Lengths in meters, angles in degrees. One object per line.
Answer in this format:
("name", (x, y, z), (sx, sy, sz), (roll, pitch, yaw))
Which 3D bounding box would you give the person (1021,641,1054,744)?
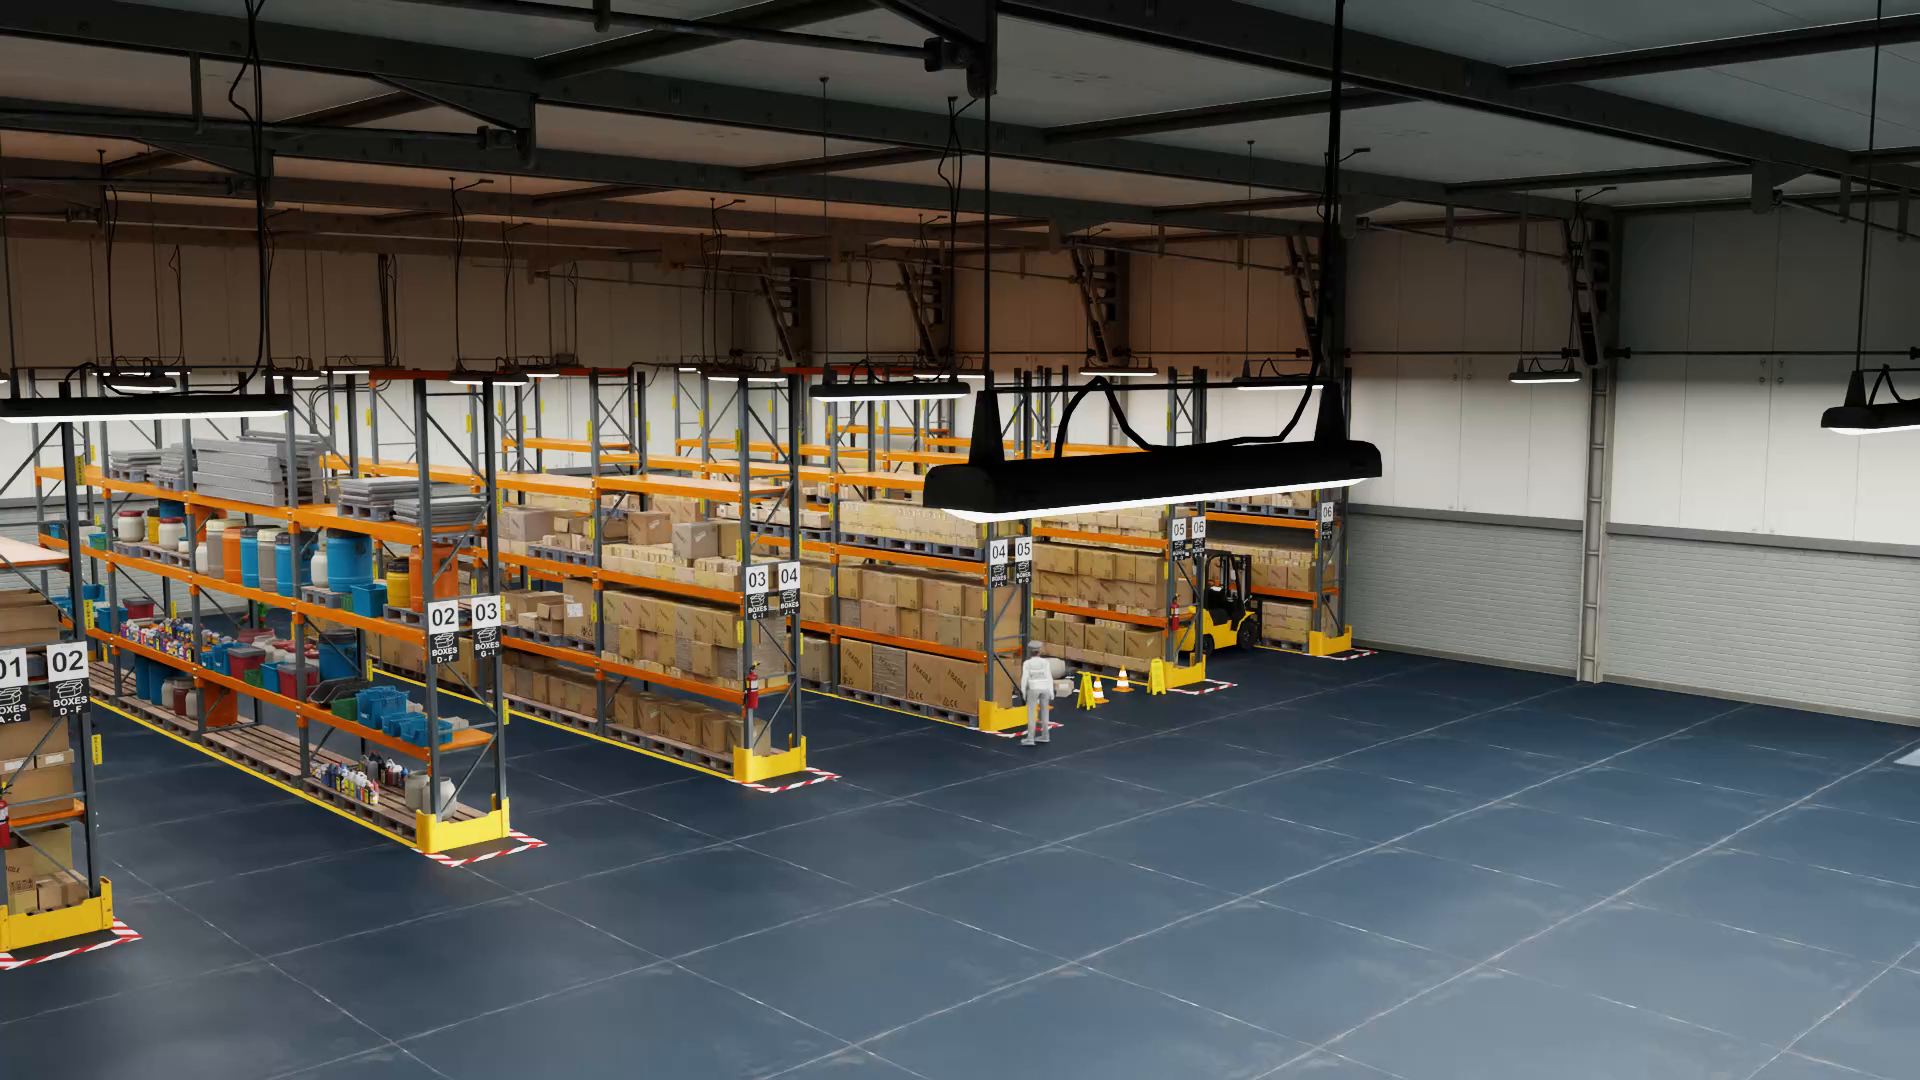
("person", (1.256, 2.463, 26.890), (0.533, 1.667, 0.392), (-2, 7, -14))

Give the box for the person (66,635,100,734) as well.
("person", (-14.817, 2.411, 27.866), (0.520, 1.668, 0.671), (-1, 7, -13))

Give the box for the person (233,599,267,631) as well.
("person", (-15.901, 1.246, 37.324), (0.852, 1.750, 0.620), (-3, 7, -27))
